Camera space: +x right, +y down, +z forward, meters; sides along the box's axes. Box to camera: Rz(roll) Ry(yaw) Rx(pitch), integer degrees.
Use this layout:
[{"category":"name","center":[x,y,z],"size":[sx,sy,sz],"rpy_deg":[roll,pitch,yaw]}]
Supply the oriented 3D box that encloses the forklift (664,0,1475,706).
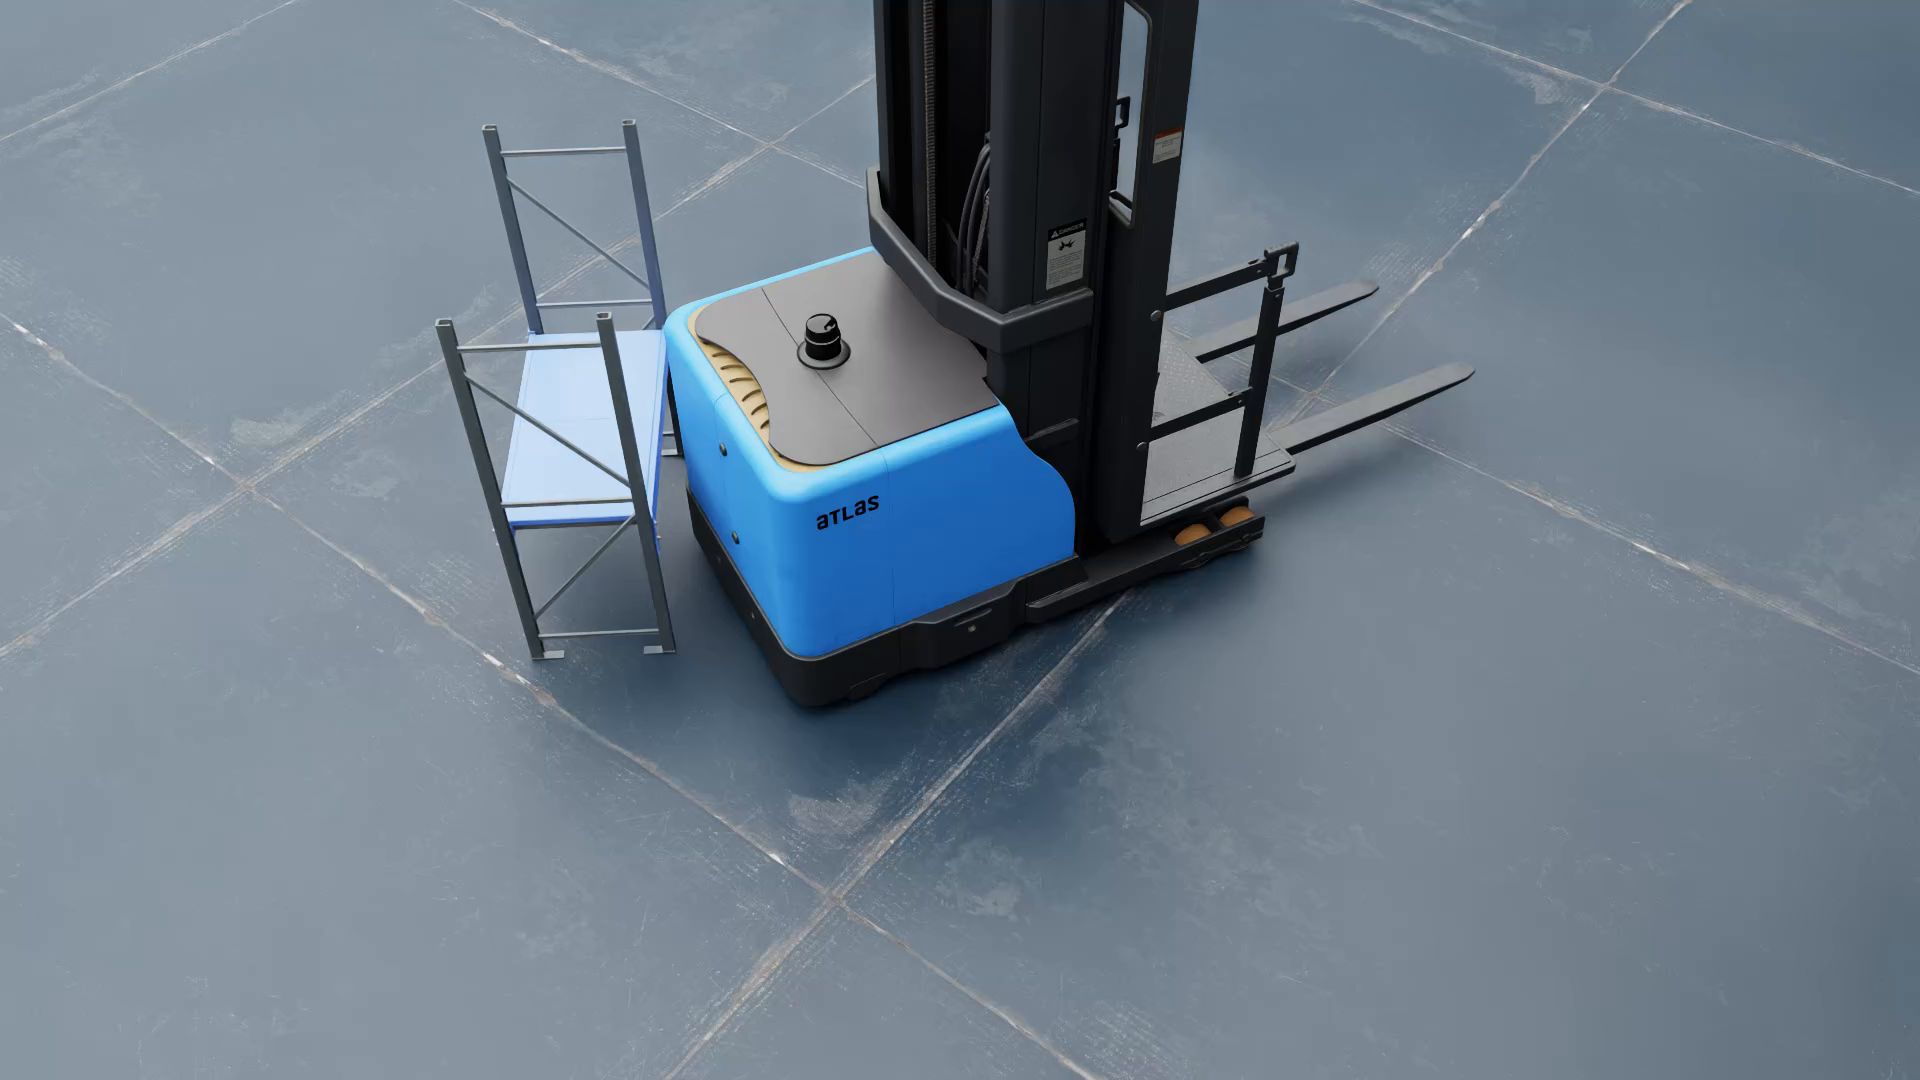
[{"category":"forklift","center":[0.551,-1.226,5.394],"size":[3.031,2.935,1.130],"rpy_deg":[-21,50,-19]}]

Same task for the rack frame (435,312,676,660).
[{"category":"rack frame","center":[-1.255,-0.118,5.326],"size":[0.500,1.500,0.032],"rpy_deg":[-3,46,-3]}]

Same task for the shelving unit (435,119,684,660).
[{"category":"shelving unit","center":[-1.289,-0.485,5.676],"size":[0.500,1.500,1.048],"rpy_deg":[-3,46,-3]}]

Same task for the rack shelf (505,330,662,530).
[{"category":"rack shelf","center":[-1.289,-0.394,5.771],"size":[0.459,0.062,0.952],"rpy_deg":[-3,46,-3]}]

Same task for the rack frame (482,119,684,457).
[{"category":"rack frame","center":[-1.323,-0.852,6.026],"size":[0.500,1.500,0.032],"rpy_deg":[-3,46,-3]}]
